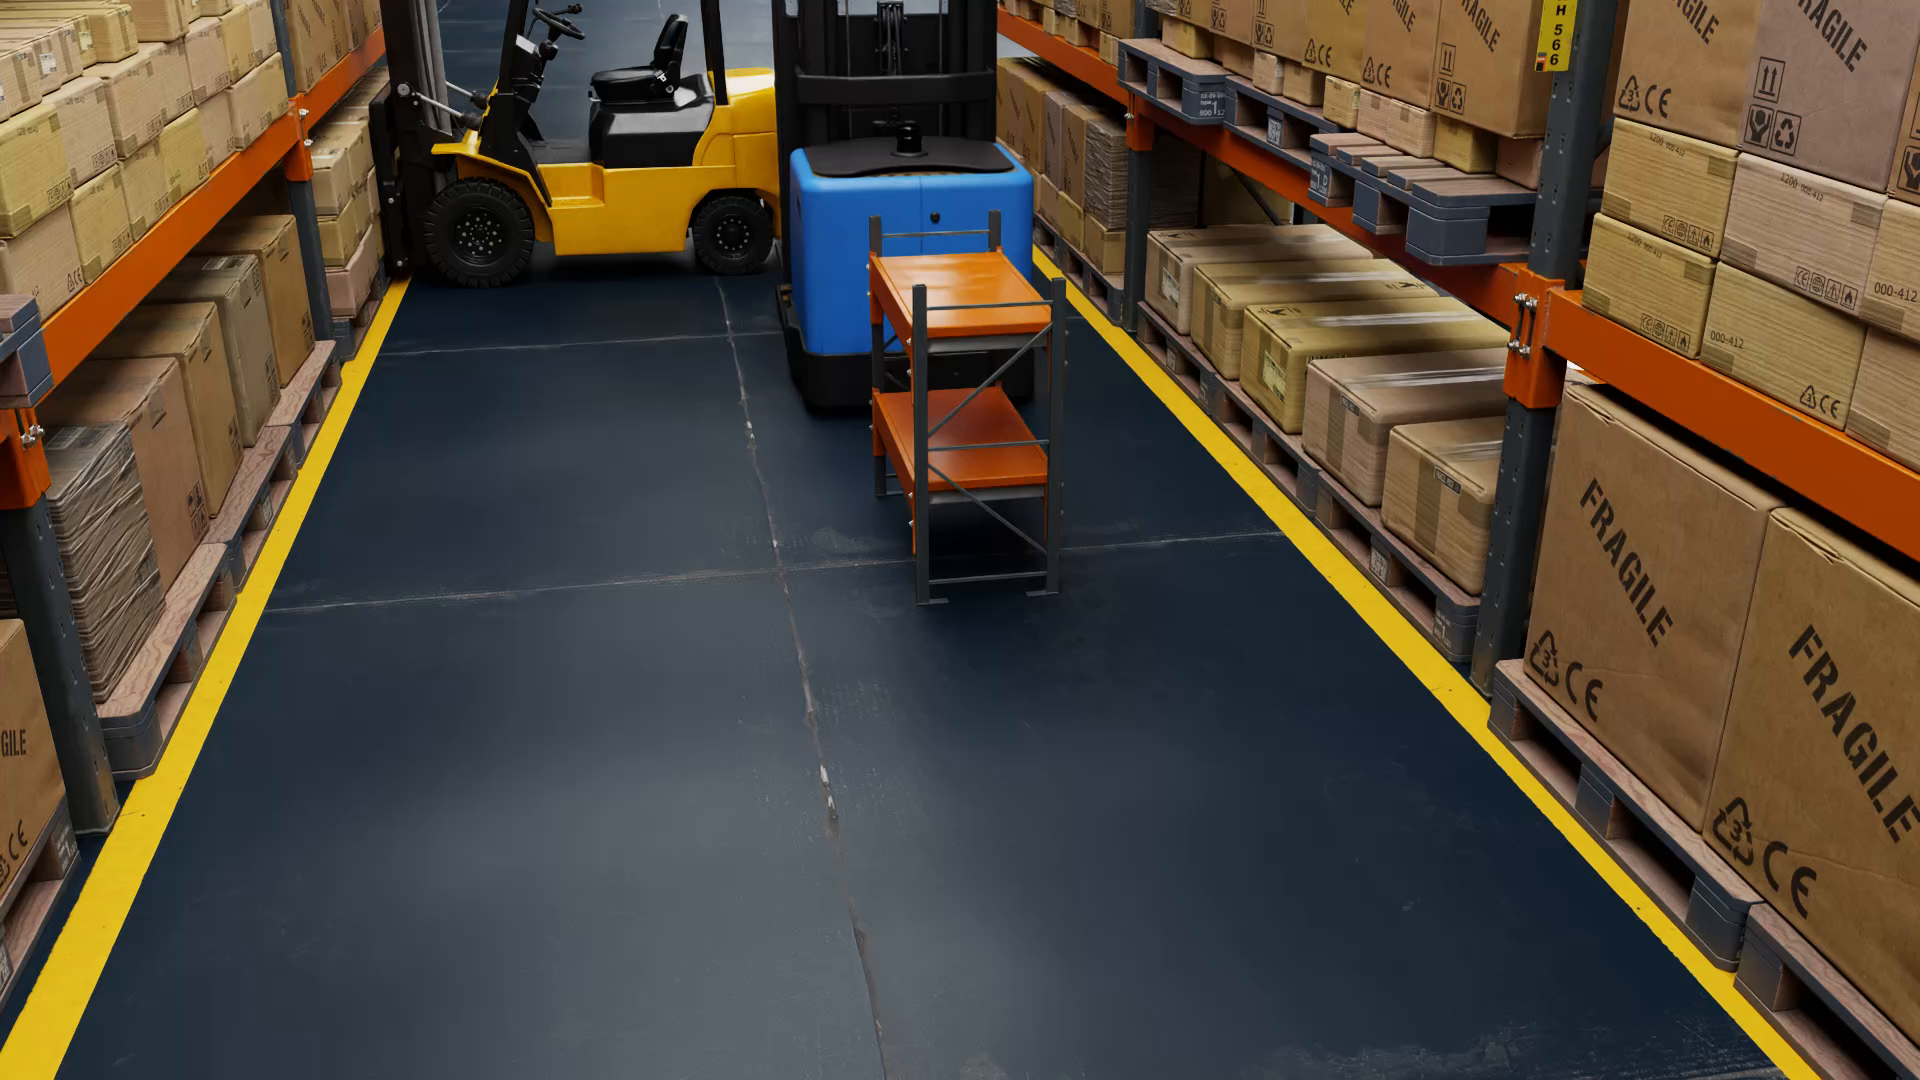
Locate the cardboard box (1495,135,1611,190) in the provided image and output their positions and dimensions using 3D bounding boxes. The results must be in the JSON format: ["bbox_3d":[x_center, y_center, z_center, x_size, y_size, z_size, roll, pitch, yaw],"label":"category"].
[{"bbox_3d":[1.809,-1.130,4.878,0.380,0.149,0.250,-3,24,-8],"label":"cardboard box"}]

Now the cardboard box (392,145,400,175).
[{"bbox_3d":[-3.660,-2.312,10.083,0.500,0.250,0.500,-5,24,-11],"label":"cardboard box"}]

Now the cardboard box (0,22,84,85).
[{"bbox_3d":[-2.730,-1.368,4.700,0.380,0.149,0.250,-4,24,-9],"label":"cardboard box"}]

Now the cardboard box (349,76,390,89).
[{"bbox_3d":[-3.764,-2.751,10.463,0.500,0.250,0.500,-4,24,-9],"label":"cardboard box"}]

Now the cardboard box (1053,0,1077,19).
[{"bbox_3d":[0.833,-3.259,9.467,0.500,0.500,0.500,-4,24,-8],"label":"cardboard box"}]

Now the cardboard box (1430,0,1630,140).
[{"bbox_3d":[1.744,-1.474,4.856,0.500,0.500,0.500,-5,24,-11],"label":"cardboard box"}]

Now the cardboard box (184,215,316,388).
[{"bbox_3d":[-3.408,-1.045,7.338,0.875,0.625,0.625,-3,24,-7],"label":"cardboard box"}]

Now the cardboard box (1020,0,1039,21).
[{"bbox_3d":[0.594,-3.413,10.630,0.380,0.149,0.250,-4,24,-8],"label":"cardboard box"}]

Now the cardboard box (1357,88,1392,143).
[{"bbox_3d":[1.559,-1.425,5.555,0.380,0.149,0.250,-5,24,-12],"label":"cardboard box"}]

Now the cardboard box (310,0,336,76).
[{"bbox_3d":[-3.454,-2.589,8.305,0.500,0.500,0.500,-4,24,-9],"label":"cardboard box"}]

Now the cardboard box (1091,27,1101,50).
[{"bbox_3d":[0.946,-2.808,9.246,0.380,0.149,0.250,-5,24,-10],"label":"cardboard box"}]

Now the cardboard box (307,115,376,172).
[{"bbox_3d":[-3.485,-2.146,9.078,0.500,0.250,0.500,-3,24,-8],"label":"cardboard box"}]

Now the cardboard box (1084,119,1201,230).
[{"bbox_3d":[0.988,-2.003,9.063,0.500,0.500,0.500,-5,24,-10],"label":"cardboard box"}]

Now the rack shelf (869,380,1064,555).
[{"bbox_3d":[0.001,-0.289,6.117,0.538,0.278,1.000,-4,24,-10],"label":"rack shelf"}]

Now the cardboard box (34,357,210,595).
[{"bbox_3d":[-3.007,-0.179,5.355,0.875,0.625,0.625,-4,24,-8],"label":"cardboard box"}]

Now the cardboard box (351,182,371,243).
[{"bbox_3d":[-3.397,-1.718,8.722,0.500,0.250,0.500,-4,24,-10],"label":"cardboard box"}]

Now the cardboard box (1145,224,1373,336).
[{"bbox_3d":[1.461,-1.296,8.229,0.950,0.372,0.625,-4,24,-9],"label":"cardboard box"}]

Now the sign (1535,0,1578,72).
[{"bbox_3d":[1.570,-1.391,4.341,0.100,0.325,0.005,-4,24,-10],"label":"sign"}]

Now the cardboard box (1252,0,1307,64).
[{"bbox_3d":[1.443,-2.090,6.265,0.500,0.500,0.500,-5,24,-12],"label":"cardboard box"}]

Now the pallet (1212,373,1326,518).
[{"bbox_3d":[1.736,-0.450,7.015,1.003,0.211,1.213,-4,24,-10],"label":"pallet"}]

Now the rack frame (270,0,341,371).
[{"bbox_3d":[-3.516,-2.146,7.415,1.000,3.000,0.127,-4,24,-10],"label":"rack frame"}]

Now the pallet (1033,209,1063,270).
[{"bbox_3d":[0.974,-1.979,10.517,1.003,0.211,1.213,-4,24,-10],"label":"pallet"}]

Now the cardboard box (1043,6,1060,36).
[{"bbox_3d":[0.710,-3.104,9.923,0.380,0.149,0.250,-4,24,-9],"label":"cardboard box"}]

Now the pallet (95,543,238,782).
[{"bbox_3d":[-2.890,0.379,5.119,1.003,0.211,1.213,-4,24,-10],"label":"pallet"}]

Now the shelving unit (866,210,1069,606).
[{"bbox_3d":[0.001,-0.513,6.019,0.538,1.125,1.048,-4,24,-10],"label":"shelving unit"}]

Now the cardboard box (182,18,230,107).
[{"bbox_3d":[-2.983,-1.728,6.022,0.500,0.250,0.500,-4,24,-9],"label":"cardboard box"}]

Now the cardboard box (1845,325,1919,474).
[{"bbox_3d":[2.148,-0.254,3.271,0.500,0.250,0.500,-4,24,-8],"label":"cardboard box"}]

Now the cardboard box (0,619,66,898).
[{"bbox_3d":[-2.487,0.531,3.884,0.500,0.500,0.500,-4,24,-8],"label":"cardboard box"}]

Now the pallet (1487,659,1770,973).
[{"bbox_3d":[2.173,0.653,4.492,1.003,0.211,1.213,-4,24,-10],"label":"pallet"}]

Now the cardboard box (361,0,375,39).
[{"bbox_3d":[-3.725,-3.184,9.668,0.500,0.500,0.500,-5,24,-11],"label":"cardboard box"}]

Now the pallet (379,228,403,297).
[{"bbox_3d":[-3.851,-1.665,9.797,1.003,0.211,1.213,-4,24,-10],"label":"pallet"}]

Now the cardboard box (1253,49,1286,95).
[{"bbox_3d":[1.367,-1.836,6.496,0.380,0.149,0.250,-3,24,-8],"label":"cardboard box"}]

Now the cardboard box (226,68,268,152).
[{"bbox_3d":[-3.067,-1.701,6.583,0.500,0.250,0.500,-4,24,-10],"label":"cardboard box"}]

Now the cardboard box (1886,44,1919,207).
[{"bbox_3d":[2.134,-0.834,3.037,0.500,0.500,0.500,-4,24,-8],"label":"cardboard box"}]

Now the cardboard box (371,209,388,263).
[{"bbox_3d":[-3.499,-1.692,9.288,0.500,0.250,0.500,-4,24,-9],"label":"cardboard box"}]

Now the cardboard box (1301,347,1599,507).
[{"bbox_3d":[1.862,-0.442,6.273,0.950,0.372,0.625,-5,24,-11],"label":"cardboard box"}]

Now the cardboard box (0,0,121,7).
[{"bbox_3d":[-2.938,-1.665,5.378,0.380,0.149,0.250,-4,24,-10],"label":"cardboard box"}]

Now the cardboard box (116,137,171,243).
[{"bbox_3d":[-2.808,-1.096,5.200,0.500,0.250,0.500,-5,24,-11],"label":"cardboard box"}]

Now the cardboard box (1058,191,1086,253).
[{"bbox_3d":[0.880,-1.868,9.690,0.500,0.250,0.500,-5,24,-11],"label":"cardboard box"}]

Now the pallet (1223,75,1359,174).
[{"bbox_3d":[1.695,-1.629,6.471,1.003,0.211,1.213,-4,24,-10],"label":"pallet"}]

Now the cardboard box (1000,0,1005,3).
[{"bbox_3d":[0.481,-3.824,11.571,0.380,0.149,0.250,-4,24,-10],"label":"cardboard box"}]

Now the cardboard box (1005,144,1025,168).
[{"bbox_3d":[0.586,-2.481,11.094,0.500,0.250,0.500,-3,24,-8],"label":"cardboard box"}]

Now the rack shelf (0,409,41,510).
[{"bbox_3d":[-2.406,0.544,2.155,1.077,0.370,4.000,-4,24,-10],"label":"rack shelf"}]

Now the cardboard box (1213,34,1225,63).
[{"bbox_3d":[1.318,-2.146,7.206,0.380,0.149,0.250,-3,24,-6],"label":"cardboard box"}]

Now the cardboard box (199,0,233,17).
[{"bbox_3d":[-2.997,-2.077,6.322,0.380,0.149,0.250,-5,24,-11],"label":"cardboard box"}]

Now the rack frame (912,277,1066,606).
[{"bbox_3d":[0.095,-0.313,5.561,0.500,1.125,0.032,-4,24,-10],"label":"rack frame"}]

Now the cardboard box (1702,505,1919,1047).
[{"bbox_3d":[2.308,0.469,3.558,0.875,0.875,0.875,-4,24,-9],"label":"cardboard box"}]

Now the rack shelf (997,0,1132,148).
[{"bbox_3d":[0.992,-2.971,10.205,1.077,0.370,4.000,-4,24,-10],"label":"rack shelf"}]

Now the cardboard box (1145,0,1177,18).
[{"bbox_3d":[1.166,-2.683,7.625,0.500,0.500,0.500,-4,24,-8],"label":"cardboard box"}]

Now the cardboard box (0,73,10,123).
[{"bbox_3d":[-2.546,-1.062,4.000,0.380,0.149,0.250,-4,24,-8],"label":"cardboard box"}]

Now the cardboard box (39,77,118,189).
[{"bbox_3d":[-2.710,-1.122,4.635,0.500,0.250,0.500,-4,24,-8],"label":"cardboard box"}]

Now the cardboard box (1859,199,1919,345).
[{"bbox_3d":[2.127,-0.484,3.172,0.500,0.250,0.500,-4,24,-10],"label":"cardboard box"}]

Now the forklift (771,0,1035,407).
[{"bbox_3d":[-0.402,-2.498,8.308,1.130,2.935,3.031,-4,24,-8],"label":"forklift"}]

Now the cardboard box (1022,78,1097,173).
[{"bbox_3d":[0.690,-2.613,10.460,0.500,0.500,0.500,-4,24,-9],"label":"cardboard box"}]
